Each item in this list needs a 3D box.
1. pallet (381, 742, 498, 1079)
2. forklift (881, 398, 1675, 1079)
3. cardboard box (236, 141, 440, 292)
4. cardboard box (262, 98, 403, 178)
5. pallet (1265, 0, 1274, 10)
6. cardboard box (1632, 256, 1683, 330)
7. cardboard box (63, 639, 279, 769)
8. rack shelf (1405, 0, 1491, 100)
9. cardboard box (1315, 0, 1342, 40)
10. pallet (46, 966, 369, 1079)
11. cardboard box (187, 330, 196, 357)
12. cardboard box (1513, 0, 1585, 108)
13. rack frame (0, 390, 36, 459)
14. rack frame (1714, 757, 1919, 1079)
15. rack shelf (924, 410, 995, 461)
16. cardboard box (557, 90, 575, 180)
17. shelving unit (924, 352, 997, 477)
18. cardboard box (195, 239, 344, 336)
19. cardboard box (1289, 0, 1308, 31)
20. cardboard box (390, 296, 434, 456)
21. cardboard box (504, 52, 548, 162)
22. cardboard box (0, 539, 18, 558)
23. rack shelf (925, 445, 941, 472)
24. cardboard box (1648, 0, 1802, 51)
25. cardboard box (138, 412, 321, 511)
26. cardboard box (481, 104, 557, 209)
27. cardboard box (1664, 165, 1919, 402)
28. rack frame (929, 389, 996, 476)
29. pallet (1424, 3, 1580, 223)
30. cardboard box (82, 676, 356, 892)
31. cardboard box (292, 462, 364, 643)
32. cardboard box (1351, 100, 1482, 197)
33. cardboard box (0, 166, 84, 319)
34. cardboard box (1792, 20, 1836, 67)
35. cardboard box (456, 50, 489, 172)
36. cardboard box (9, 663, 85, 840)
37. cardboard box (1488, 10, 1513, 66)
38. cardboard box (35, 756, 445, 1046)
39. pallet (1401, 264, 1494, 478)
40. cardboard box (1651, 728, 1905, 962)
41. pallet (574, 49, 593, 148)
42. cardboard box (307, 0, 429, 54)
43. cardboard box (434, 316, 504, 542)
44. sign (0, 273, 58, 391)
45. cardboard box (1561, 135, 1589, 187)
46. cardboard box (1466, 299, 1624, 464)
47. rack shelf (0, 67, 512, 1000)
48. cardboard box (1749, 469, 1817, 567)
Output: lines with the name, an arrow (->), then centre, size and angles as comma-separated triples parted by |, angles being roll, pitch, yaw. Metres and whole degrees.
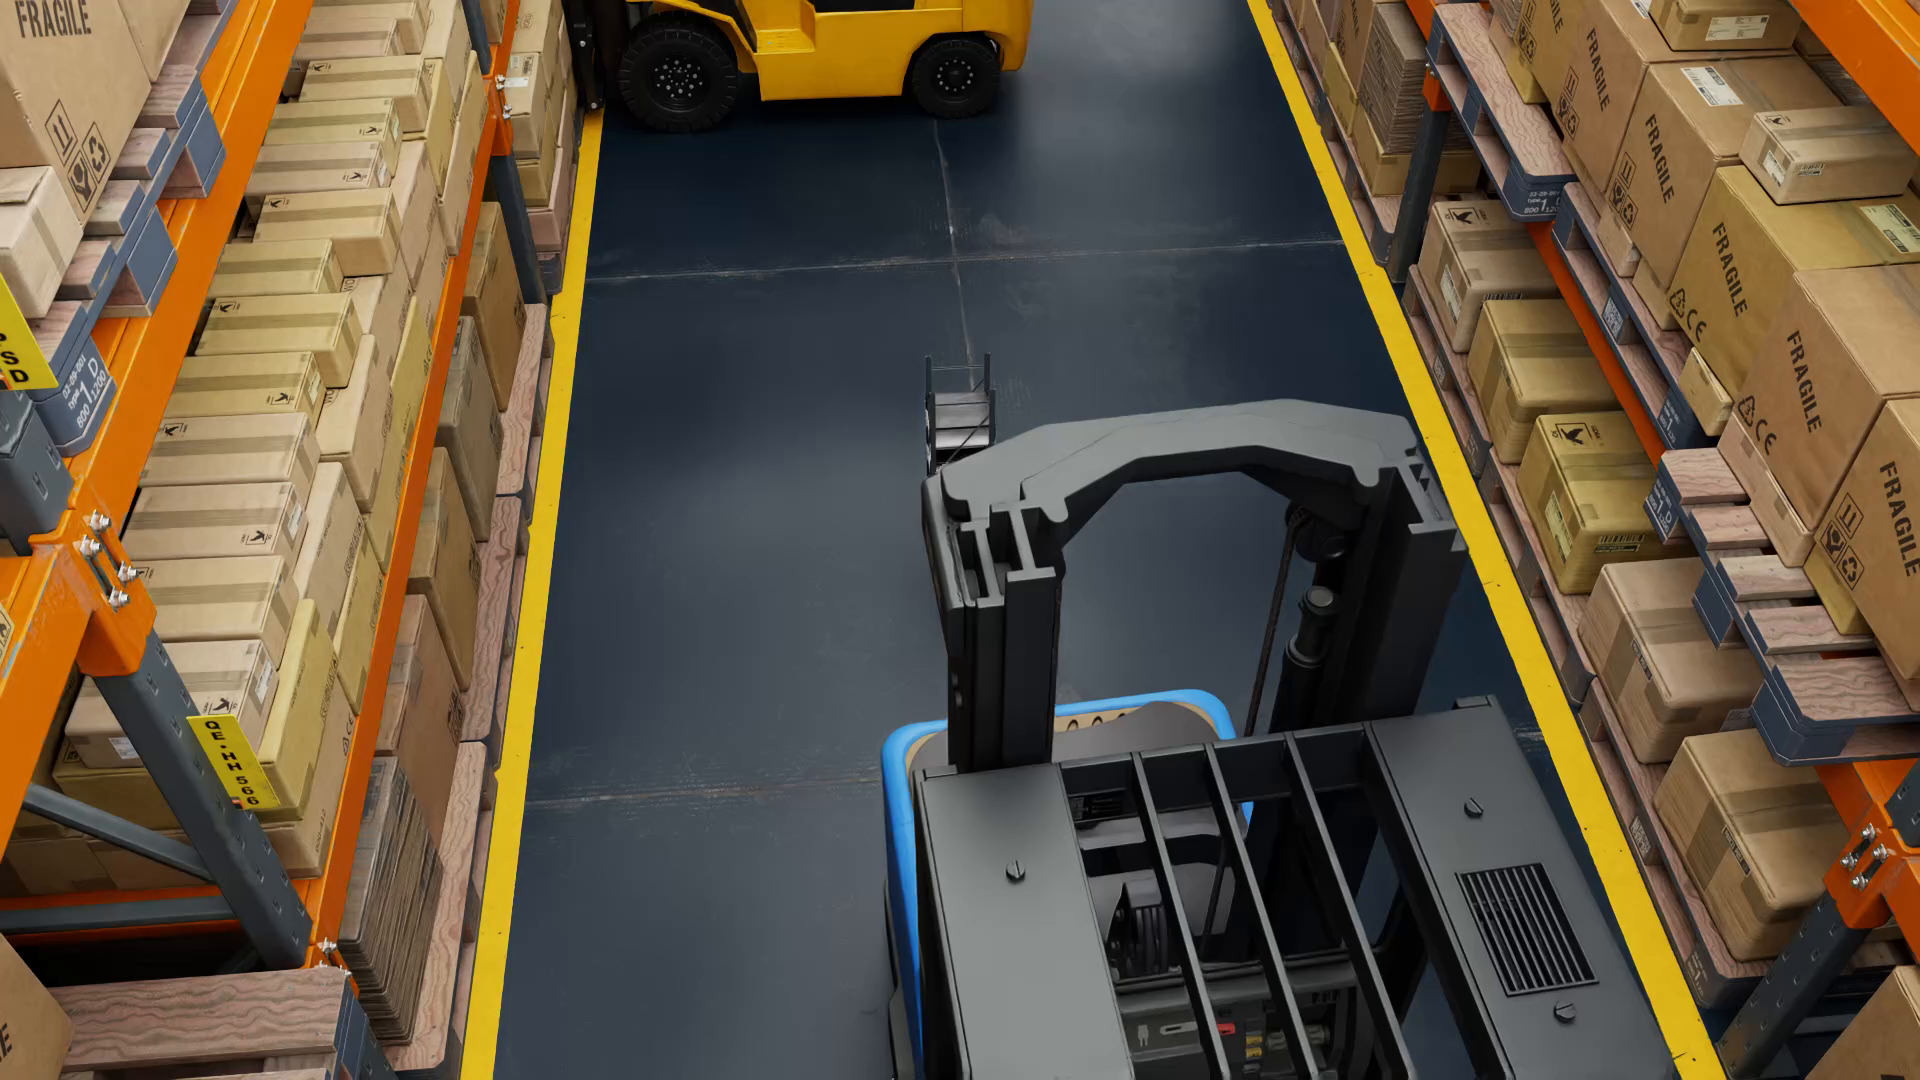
pallet -> -2.097, 1.242, 5.429 | 1.003, 0.211, 1.213 | -3, 47, -3
forklift -> 0.499, 1.270, 3.529 | 1.130, 2.935, 3.031 | -7, 47, -6
cardboard box -> -2.019, -1.052, 5.439 | 0.500, 0.250, 0.500 | -3, 47, -3
cardboard box -> -2.031, -1.296, 5.396 | 0.380, 0.149, 0.250 | -4, 47, -4
pallet -> 2.249, -3.608, 10.022 | 1.003, 0.211, 1.213 | -3, 47, -3
cardboard box -> 2.409, -0.821, 5.345 | 0.380, 0.149, 0.250 | -5, 47, -5
cardboard box -> -1.800, 0.375, 3.814 | 0.380, 0.149, 0.250 | -2, 47, -2
rack shelf -> 2.377, -3.517, 8.511 | 1.077, 0.370, 4.000 | -3, 47, -3
cardboard box -> 2.139, -2.923, 8.541 | 0.500, 0.500, 0.500 | -1, 47, -1
pallet -> -1.940, 1.433, 3.459 | 1.213, 0.211, 1.003 | -3, 47, -3
cardboard box -> -2.500, -0.645, 5.054 | 0.500, 0.250, 0.500 | -4, 47, -4
cardboard box -> 2.340, -1.880, 5.901 | 0.500, 0.500, 0.500 | -3, 47, -3
rack frame -> -2.067, -1.182, 1.672 | 1.000, 3.000, 0.127 | -3, 47, -3
rack frame -> 2.879, 0.576, 4.138 | 1.000, 3.000, 0.127 | -3, 47, -3
rack shelf -> 0.001, -0.404, 6.311 | 0.258, 0.077, 0.200 | -3, 47, -3
cardboard box -> -2.170, -1.949, 8.134 | 0.500, 0.250, 0.500 | -4, 47, -4
shelving unit -> 0.001, -0.304, 6.418 | 0.258, 0.900, 0.210 | -3, 47, -3
cardboard box -> -2.037, -0.741, 4.870 | 0.380, 0.149, 0.250 | -3, 47, -3
cardboard box -> 2.095, -3.046, 9.174 | 0.500, 0.250, 0.500 | -1, 47, -1
cardboard box -> -1.989, -0.515, 5.276 | 0.500, 0.250, 0.500 | -2, 47, -2
cardboard box -> -2.129, -1.925, 7.423 | 0.500, 0.250, 0.500 | -4, 47, -4
cardboard box -> -2.390, 0.027, 4.143 | 0.380, 0.149, 0.250 | -4, 47, -3
rack shelf -> 0.001, -0.281, 6.442 | 0.258, 0.077, 0.200 | -3, 47, -3
cardboard box -> 2.425, -1.680, 5.266 | 0.380, 0.149, 0.250 | -1, 47, -1
cardboard box -> -1.905, -0.191, 4.349 | 0.380, 0.149, 0.250 | -3, 47, -3
cardboard box -> -2.135, -1.753, 7.604 | 0.500, 0.250, 0.500 | -4, 47, -3
cardboard box -> 2.466, -0.755, 4.836 | 0.500, 0.500, 0.500 | -6, 47, -6
rack frame -> 0.009, -0.230, 6.348 | 0.240, 0.900, 0.006 | -3, 47, -3
pallet -> 2.463, -1.690, 6.417 | 1.003, 0.211, 1.213 | -3, 47, -3
cardboard box -> -1.860, 0.596, 4.223 | 0.500, 0.250, 0.500 | -3, 47, -3
cardboard box -> -1.901, 0.062, 4.384 | 0.500, 0.250, 0.500 | -2, 47, -2
cardboard box -> 2.227, -1.928, 8.115 | 0.500, 0.250, 0.500 | -2, 47, -1
cardboard box -> -1.793, -0.520, 2.913 | 0.380, 0.166, 0.250 | -4, 47, -3
cardboard box -> 2.892, -1.546, 5.585 | 0.500, 0.500, 0.500 | -2, 47, -2
cardboard box -> -2.099, -1.613, 6.315 | 0.500, 0.250, 0.500 | -3, 47, -2
cardboard box -> -2.381, 0.452, 4.015 | 0.500, 0.250, 0.500 | -3, 47, -2
cardboard box -> 2.276, -1.957, 6.421 | 0.380, 0.149, 0.250 | -3, 47, -3
cardboard box -> -2.105, 1.101, 4.988 | 0.875, 0.625, 0.625 | -2, 47, -2
pallet -> 2.611, -0.796, 7.358 | 1.003, 0.211, 1.213 | -3, 47, -3
cardboard box -> 2.842, 0.926, 5.328 | 0.950, 0.372, 0.625 | -6, 47, -6
pallet -> -2.532, -2.517, 8.989 | 1.003, 0.211, 1.213 | -3, 47, -3
cardboard box -> -2.112, -1.851, 5.922 | 0.380, 0.149, 0.250 | -4, 47, -4
cardboard box -> -2.289, -0.402, 6.412 | 0.875, 0.625, 0.625 | -4, 47, -4
sign -> -1.526, -0.360, 2.603 | 0.100, 0.325, 0.005 | -3, 47, -3
cardboard box -> 2.368, -1.386, 5.881 | 0.380, 0.149, 0.250 | -3, 47, -3
cardboard box -> 2.654, -0.659, 6.829 | 0.950, 0.372, 0.625 | -1, 47, -1
rack shelf -> -2.234, -0.319, 5.482 | 1.077, 0.370, 4.000 | -3, 47, -3
cardboard box -> 2.457, -0.074, 4.638 | 0.380, 0.149, 0.250 | -4, 47, -4
